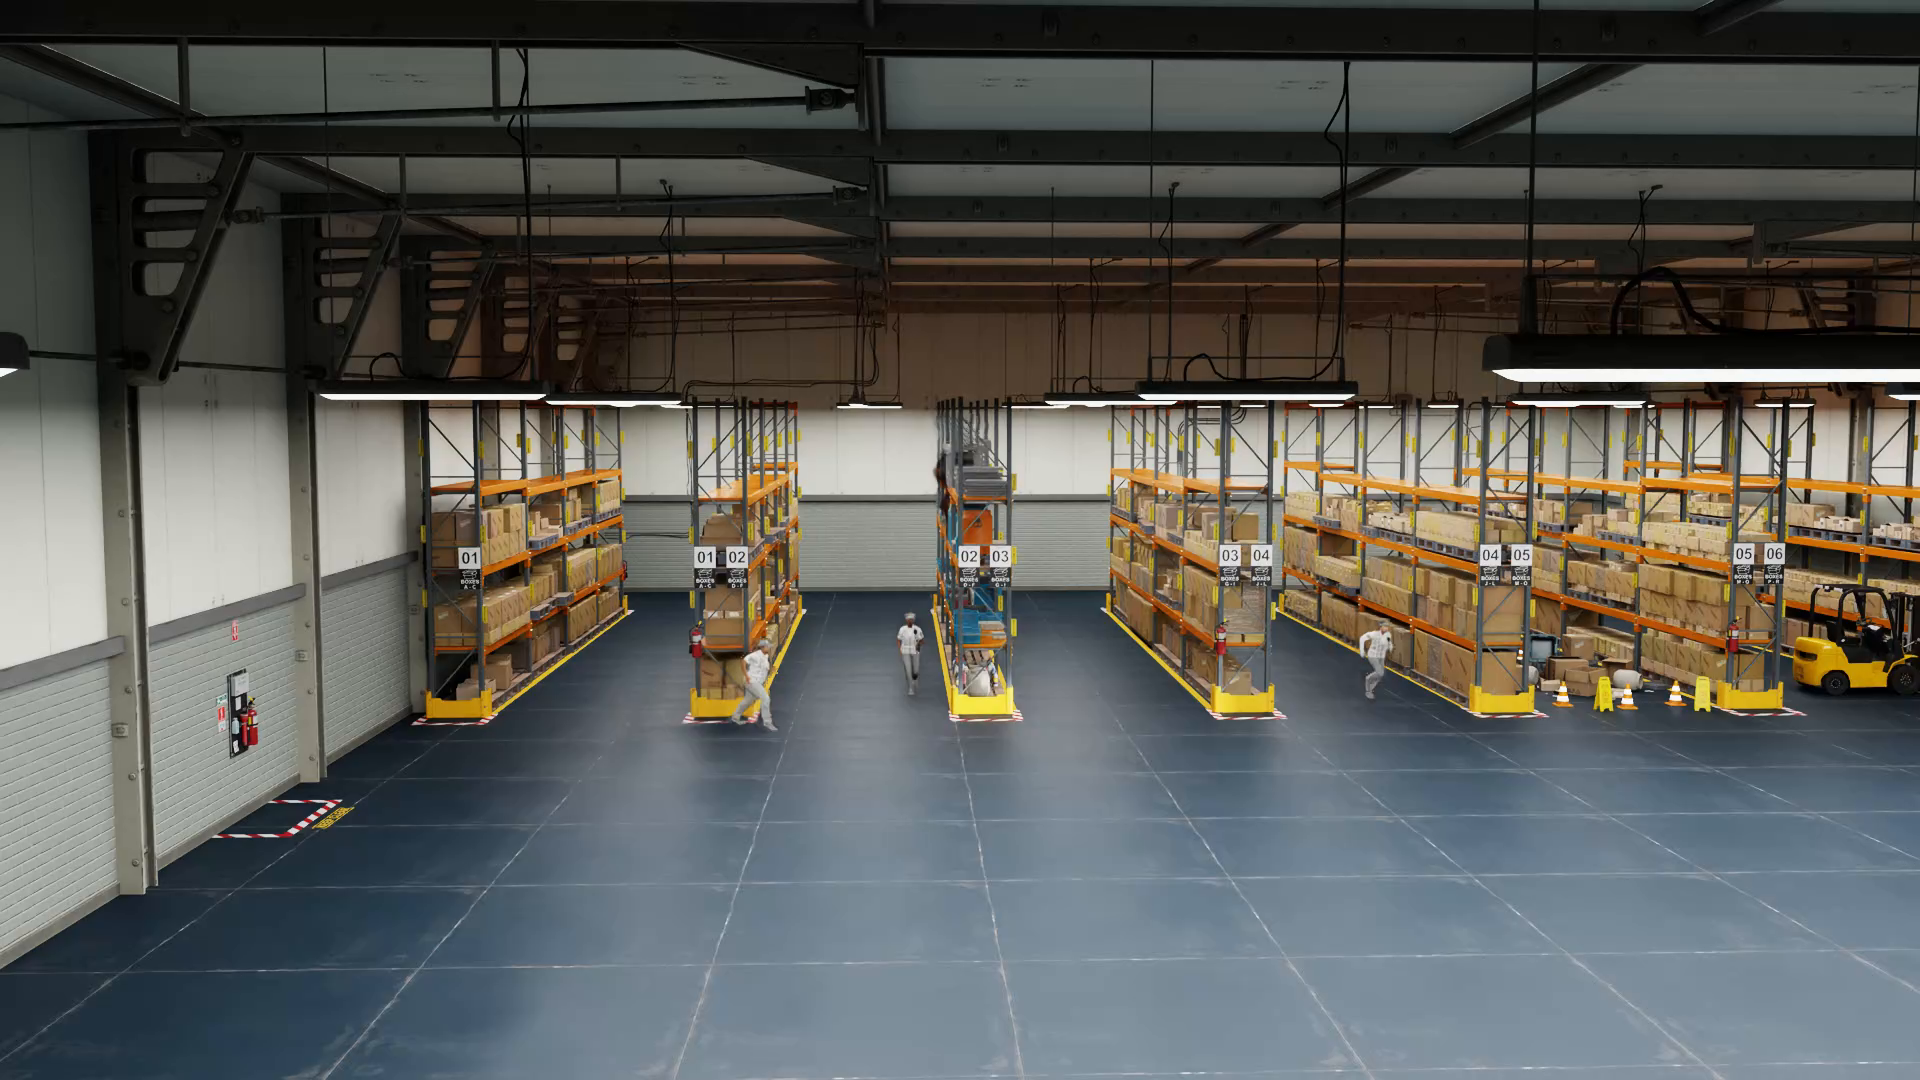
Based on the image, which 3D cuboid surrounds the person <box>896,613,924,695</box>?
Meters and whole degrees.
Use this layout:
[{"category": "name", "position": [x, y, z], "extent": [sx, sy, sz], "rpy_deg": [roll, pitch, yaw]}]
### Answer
[{"category": "person", "position": [-1.008, 2.290, 33.737], "extent": [0.571, 1.654, 0.665], "rpy_deg": [0, 4, -1]}]

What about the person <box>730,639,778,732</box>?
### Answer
[{"category": "person", "position": [-3.706, 2.597, 29.917], "extent": [0.964, 1.641, 0.639], "rpy_deg": [1, 5, 15]}]

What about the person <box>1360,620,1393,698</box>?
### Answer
[{"category": "person", "position": [8.332, 2.366, 33.111], "extent": [0.590, 1.612, 0.672], "rpy_deg": [-2, 5, -27]}]
